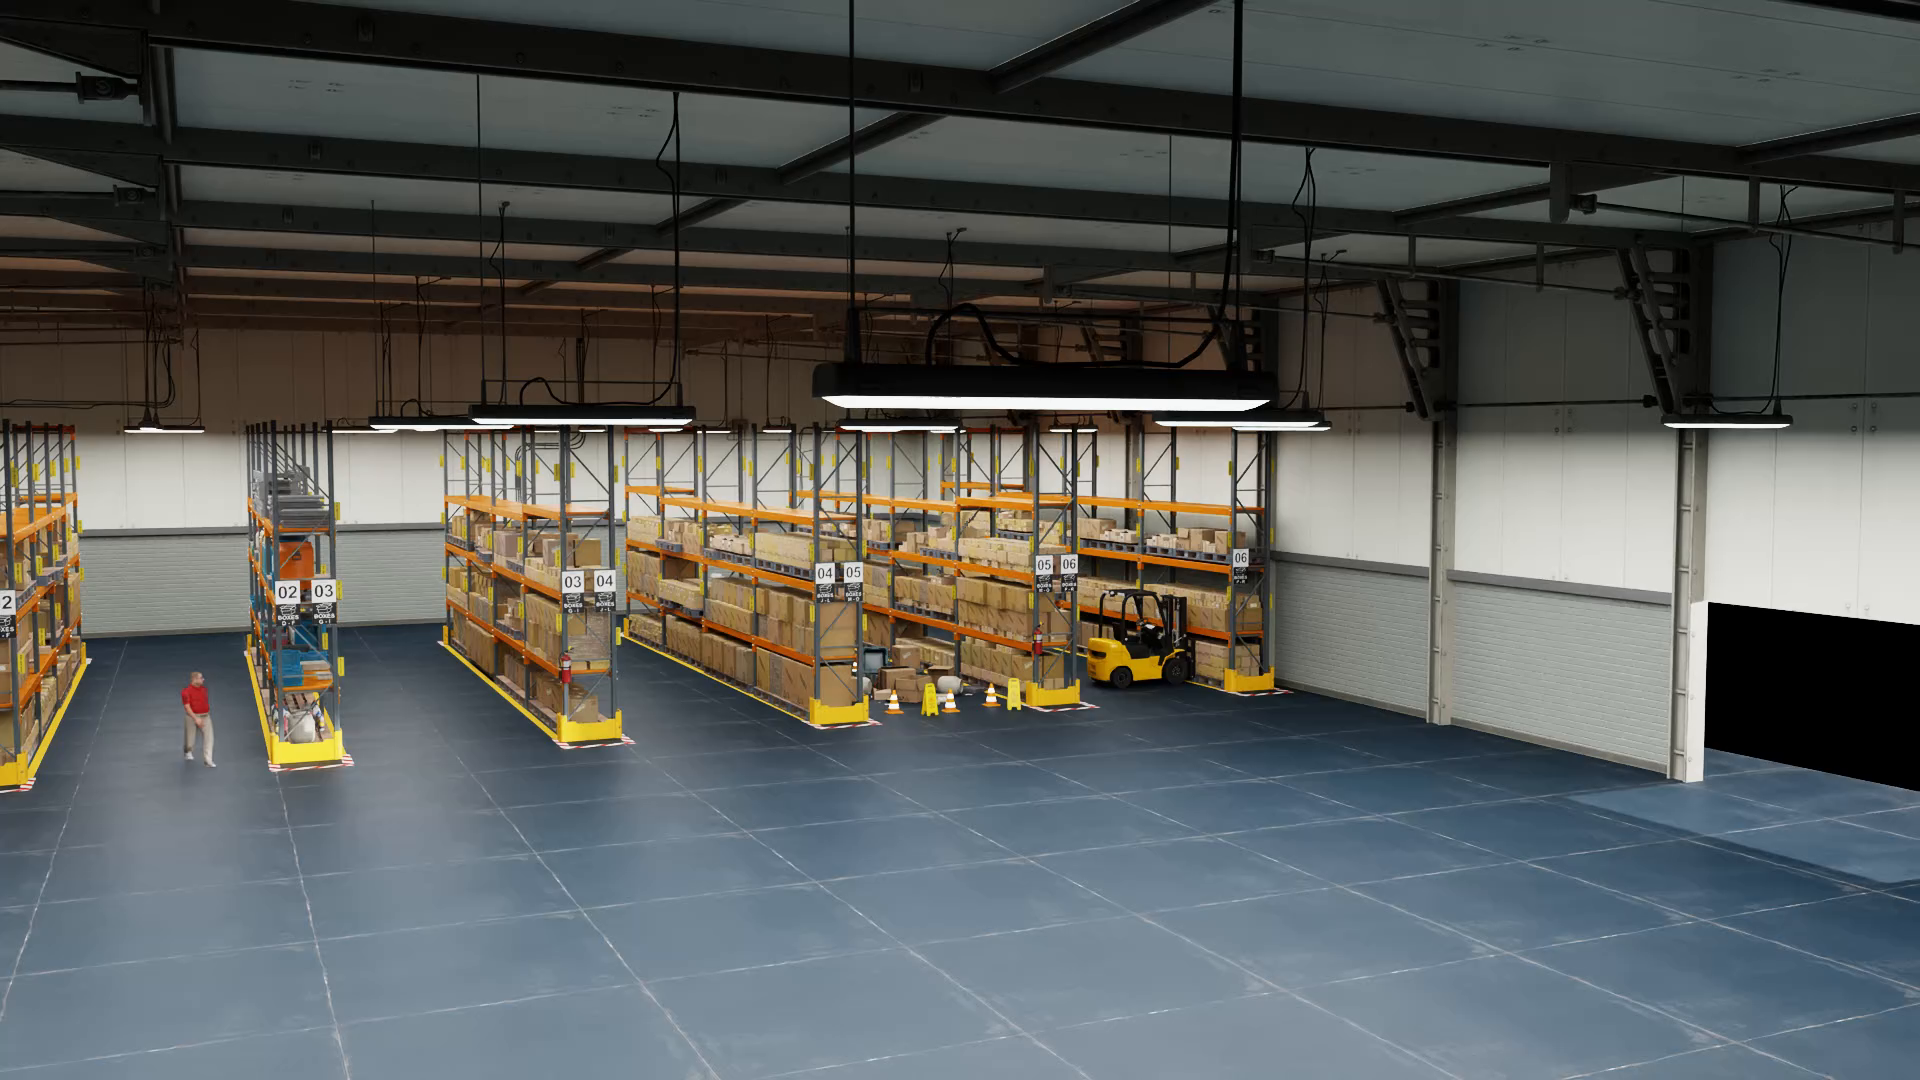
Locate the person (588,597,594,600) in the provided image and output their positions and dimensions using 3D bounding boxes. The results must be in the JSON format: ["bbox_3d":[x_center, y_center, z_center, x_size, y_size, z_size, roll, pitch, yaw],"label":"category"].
[{"bbox_3d":[-9.511,2.191,42.709,0.543,1.724,1.028,-2,4,-29],"label":"person"}]

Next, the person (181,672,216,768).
[{"bbox_3d":[-13.231,3.102,28.894,0.507,1.613,1.000,-3,5,-41],"label":"person"}]

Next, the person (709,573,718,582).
[{"bbox_3d":[-7.081,1.840,47.692,0.434,1.801,0.566,-2,4,-31],"label":"person"}]
